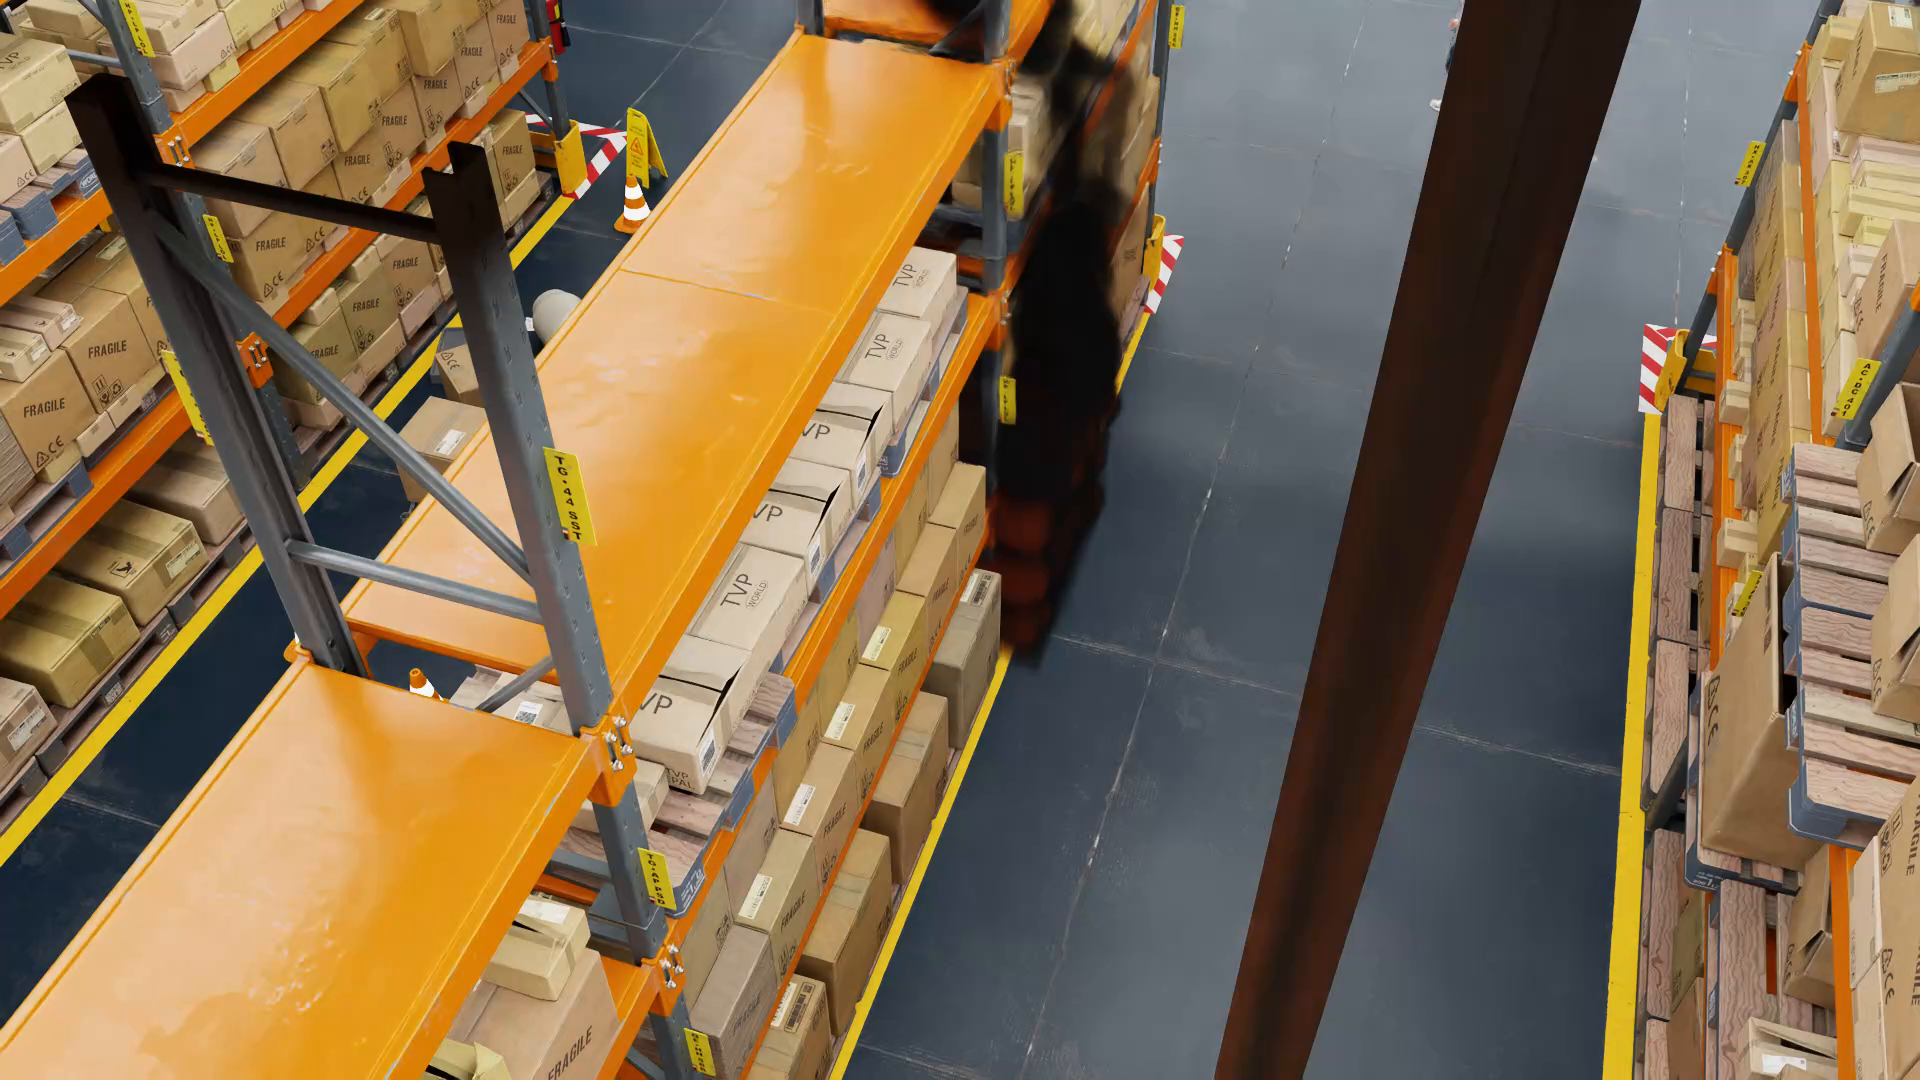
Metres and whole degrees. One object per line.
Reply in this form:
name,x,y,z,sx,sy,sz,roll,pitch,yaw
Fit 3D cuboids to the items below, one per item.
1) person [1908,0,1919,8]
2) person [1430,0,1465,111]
person,8.003,-3.968,13.765,0.631,1.837,0.716,-32,54,-27
person,4.457,-4.273,14.230,0.545,1.592,0.741,-28,52,-25
